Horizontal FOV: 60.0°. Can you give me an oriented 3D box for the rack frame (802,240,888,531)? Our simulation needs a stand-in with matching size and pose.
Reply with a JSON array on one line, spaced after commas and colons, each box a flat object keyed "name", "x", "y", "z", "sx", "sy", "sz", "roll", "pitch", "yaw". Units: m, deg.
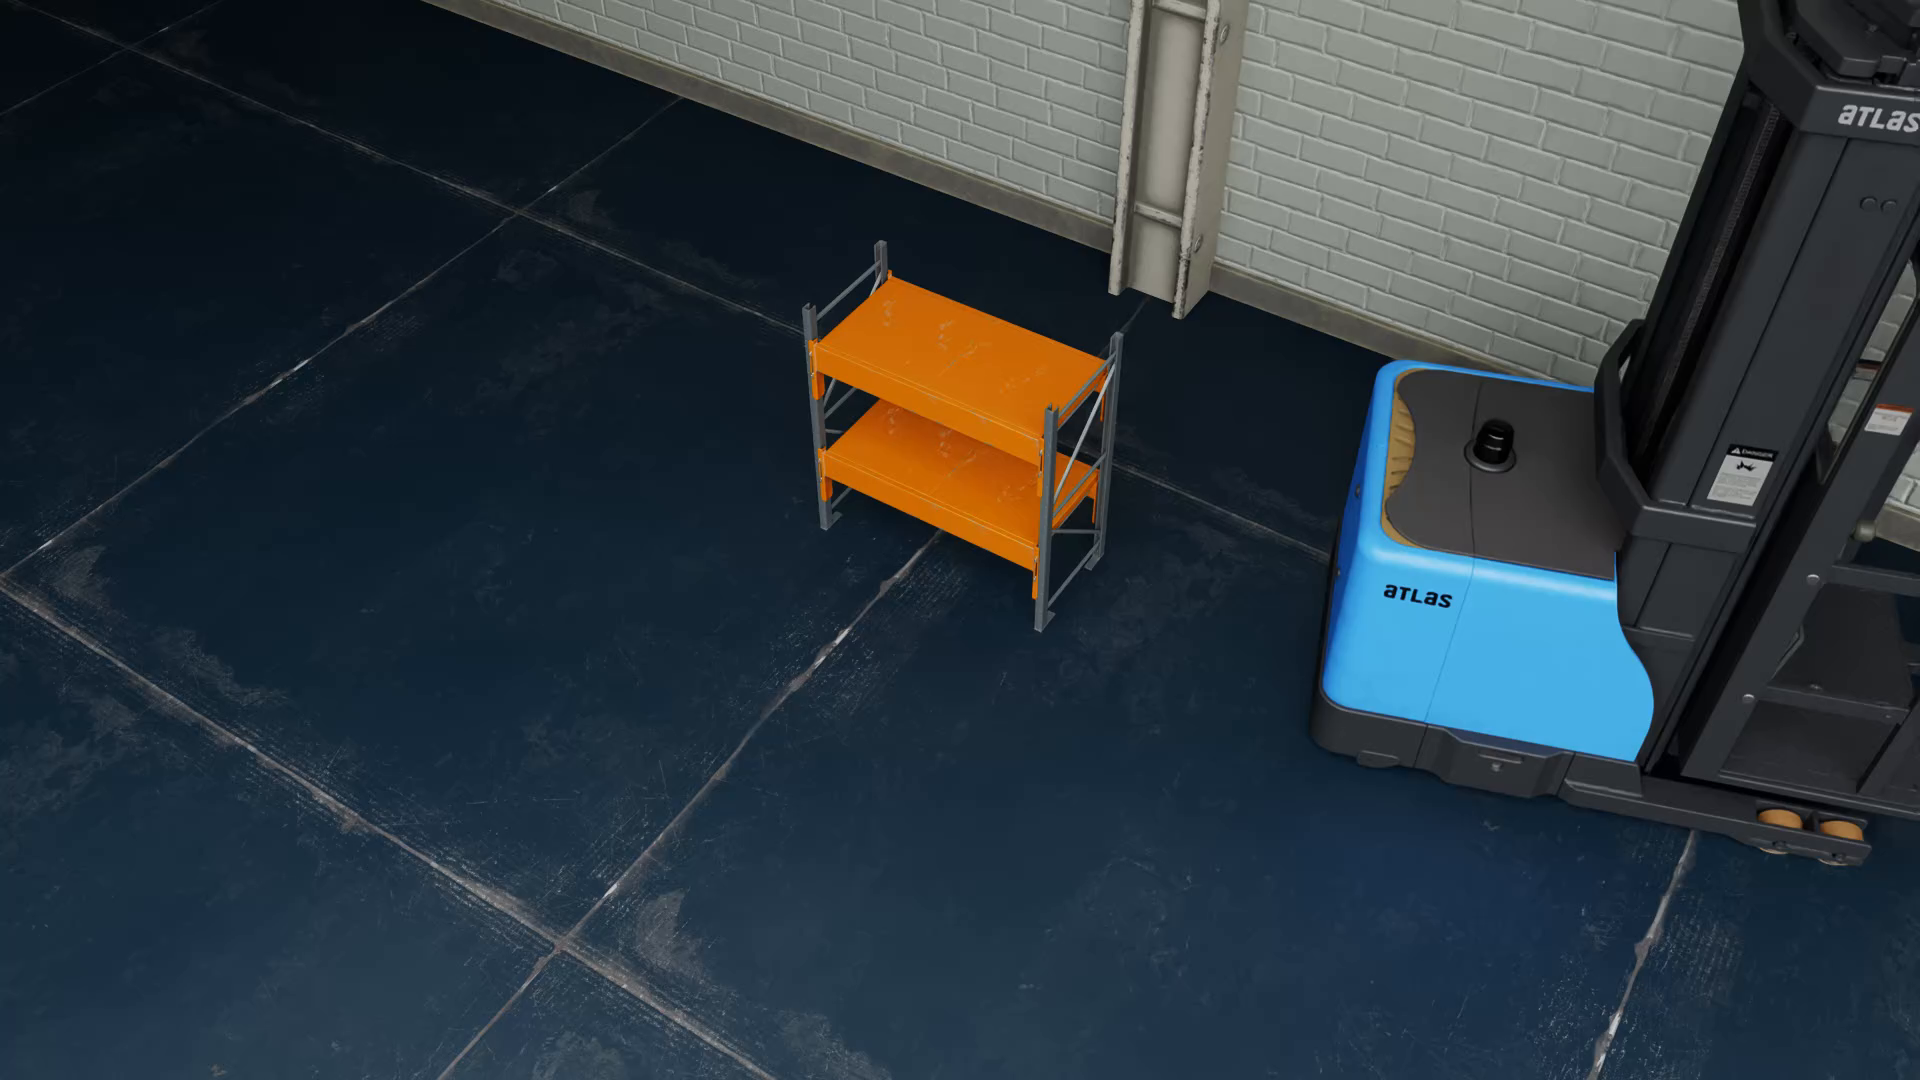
[{"name": "rack frame", "x": -0.422, "y": -0.586, "z": 6.535, "sx": 0.032, "sy": 1.125, "sz": 0.500, "roll": 25, "pitch": 51, "yaw": 22}]

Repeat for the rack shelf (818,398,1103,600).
[{"name": "rack shelf", "x": 0.006, "y": -0.219, "z": 6.519, "sx": 1.000, "sy": 0.278, "sz": 0.538, "roll": 25, "pitch": 51, "yaw": 22}]

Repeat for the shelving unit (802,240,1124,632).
[{"name": "shelving unit", "x": 0.006, "y": -0.389, "z": 6.344, "sx": 1.048, "sy": 1.125, "sz": 0.538, "roll": 25, "pitch": 51, "yaw": 22}]

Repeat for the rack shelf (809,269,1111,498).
[{"name": "rack shelf", "x": 0.006, "y": -0.593, "z": 6.134, "sx": 1.000, "sy": 0.278, "sz": 0.538, "roll": 25, "pitch": 51, "yaw": 22}]

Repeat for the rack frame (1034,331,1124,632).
[{"name": "rack frame", "x": 0.434, "y": -0.193, "z": 6.153, "sx": 0.032, "sy": 1.125, "sz": 0.500, "roll": 25, "pitch": 51, "yaw": 22}]

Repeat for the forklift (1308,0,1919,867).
[{"name": "forklift", "x": 2.829, "y": -0.335, "z": 5.032, "sx": 3.031, "sy": 2.935, "sz": 1.130, "roll": 10, "pitch": 47, "yaw": 10}]

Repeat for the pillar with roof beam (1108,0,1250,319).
[{"name": "pillar with roof beam", "x": -1.375, "y": -1.732, "z": 2.158, "sx": 0.400, "sy": 9.000, "sz": 9.100, "roll": 25, "pitch": 51, "yaw": 22}]
